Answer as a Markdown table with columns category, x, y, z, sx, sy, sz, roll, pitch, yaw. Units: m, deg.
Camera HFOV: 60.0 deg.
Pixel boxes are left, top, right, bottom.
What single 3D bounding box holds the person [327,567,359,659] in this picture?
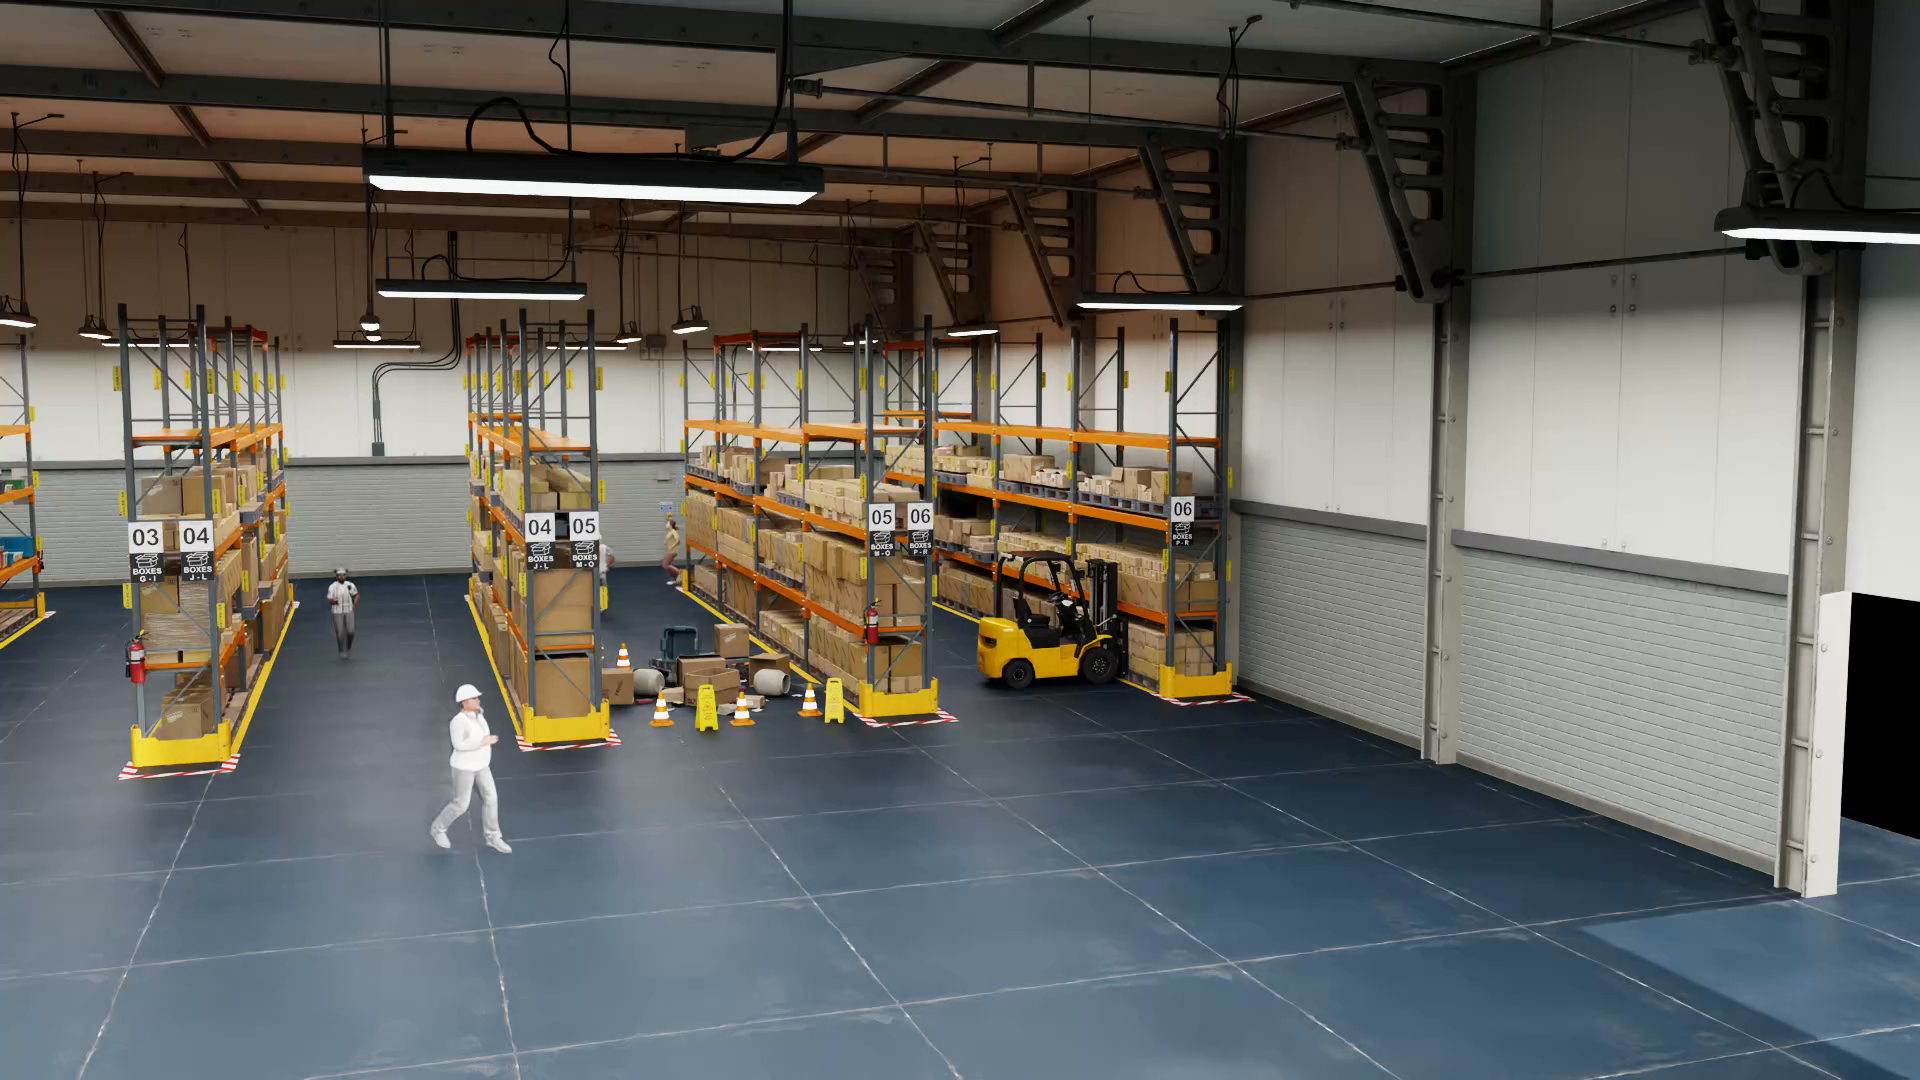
| category | x | y | z | sx | sy | sz | roll | pitch | yaw |
| --- | --- | --- | --- | --- | --- | --- | --- | --- | --- |
| person | -11.110 | 1.327 | 29.994 | 0.560 | 1.680 | 0.605 | -2 | 6 | -24 |

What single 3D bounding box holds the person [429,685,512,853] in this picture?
| category | x | y | z | sx | sy | sz | roll | pitch | yaw |
| --- | --- | --- | --- | --- | --- | --- | --- | --- | --- |
| person | -5.222 | 2.426 | 17.663 | 0.893 | 1.800 | 0.674 | 1 | 6 | 15 |

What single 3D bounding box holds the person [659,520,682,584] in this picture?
| category | x | y | z | sx | sy | sz | roll | pitch | yaw |
| --- | --- | --- | --- | --- | --- | --- | --- | --- | --- |
| person | -7.133 | 0.304 | 41.135 | 0.576 | 1.622 | 0.601 | -1 | 6 | -15 |

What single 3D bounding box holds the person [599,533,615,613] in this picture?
| category | x | y | z | sx | sy | sz | roll | pitch | yaw |
| --- | --- | --- | --- | --- | --- | --- | --- | --- | --- |
| person | -7.881 | 0.685 | 36.174 | 0.633 | 1.741 | 0.620 | -3 | 6 | -28 |
